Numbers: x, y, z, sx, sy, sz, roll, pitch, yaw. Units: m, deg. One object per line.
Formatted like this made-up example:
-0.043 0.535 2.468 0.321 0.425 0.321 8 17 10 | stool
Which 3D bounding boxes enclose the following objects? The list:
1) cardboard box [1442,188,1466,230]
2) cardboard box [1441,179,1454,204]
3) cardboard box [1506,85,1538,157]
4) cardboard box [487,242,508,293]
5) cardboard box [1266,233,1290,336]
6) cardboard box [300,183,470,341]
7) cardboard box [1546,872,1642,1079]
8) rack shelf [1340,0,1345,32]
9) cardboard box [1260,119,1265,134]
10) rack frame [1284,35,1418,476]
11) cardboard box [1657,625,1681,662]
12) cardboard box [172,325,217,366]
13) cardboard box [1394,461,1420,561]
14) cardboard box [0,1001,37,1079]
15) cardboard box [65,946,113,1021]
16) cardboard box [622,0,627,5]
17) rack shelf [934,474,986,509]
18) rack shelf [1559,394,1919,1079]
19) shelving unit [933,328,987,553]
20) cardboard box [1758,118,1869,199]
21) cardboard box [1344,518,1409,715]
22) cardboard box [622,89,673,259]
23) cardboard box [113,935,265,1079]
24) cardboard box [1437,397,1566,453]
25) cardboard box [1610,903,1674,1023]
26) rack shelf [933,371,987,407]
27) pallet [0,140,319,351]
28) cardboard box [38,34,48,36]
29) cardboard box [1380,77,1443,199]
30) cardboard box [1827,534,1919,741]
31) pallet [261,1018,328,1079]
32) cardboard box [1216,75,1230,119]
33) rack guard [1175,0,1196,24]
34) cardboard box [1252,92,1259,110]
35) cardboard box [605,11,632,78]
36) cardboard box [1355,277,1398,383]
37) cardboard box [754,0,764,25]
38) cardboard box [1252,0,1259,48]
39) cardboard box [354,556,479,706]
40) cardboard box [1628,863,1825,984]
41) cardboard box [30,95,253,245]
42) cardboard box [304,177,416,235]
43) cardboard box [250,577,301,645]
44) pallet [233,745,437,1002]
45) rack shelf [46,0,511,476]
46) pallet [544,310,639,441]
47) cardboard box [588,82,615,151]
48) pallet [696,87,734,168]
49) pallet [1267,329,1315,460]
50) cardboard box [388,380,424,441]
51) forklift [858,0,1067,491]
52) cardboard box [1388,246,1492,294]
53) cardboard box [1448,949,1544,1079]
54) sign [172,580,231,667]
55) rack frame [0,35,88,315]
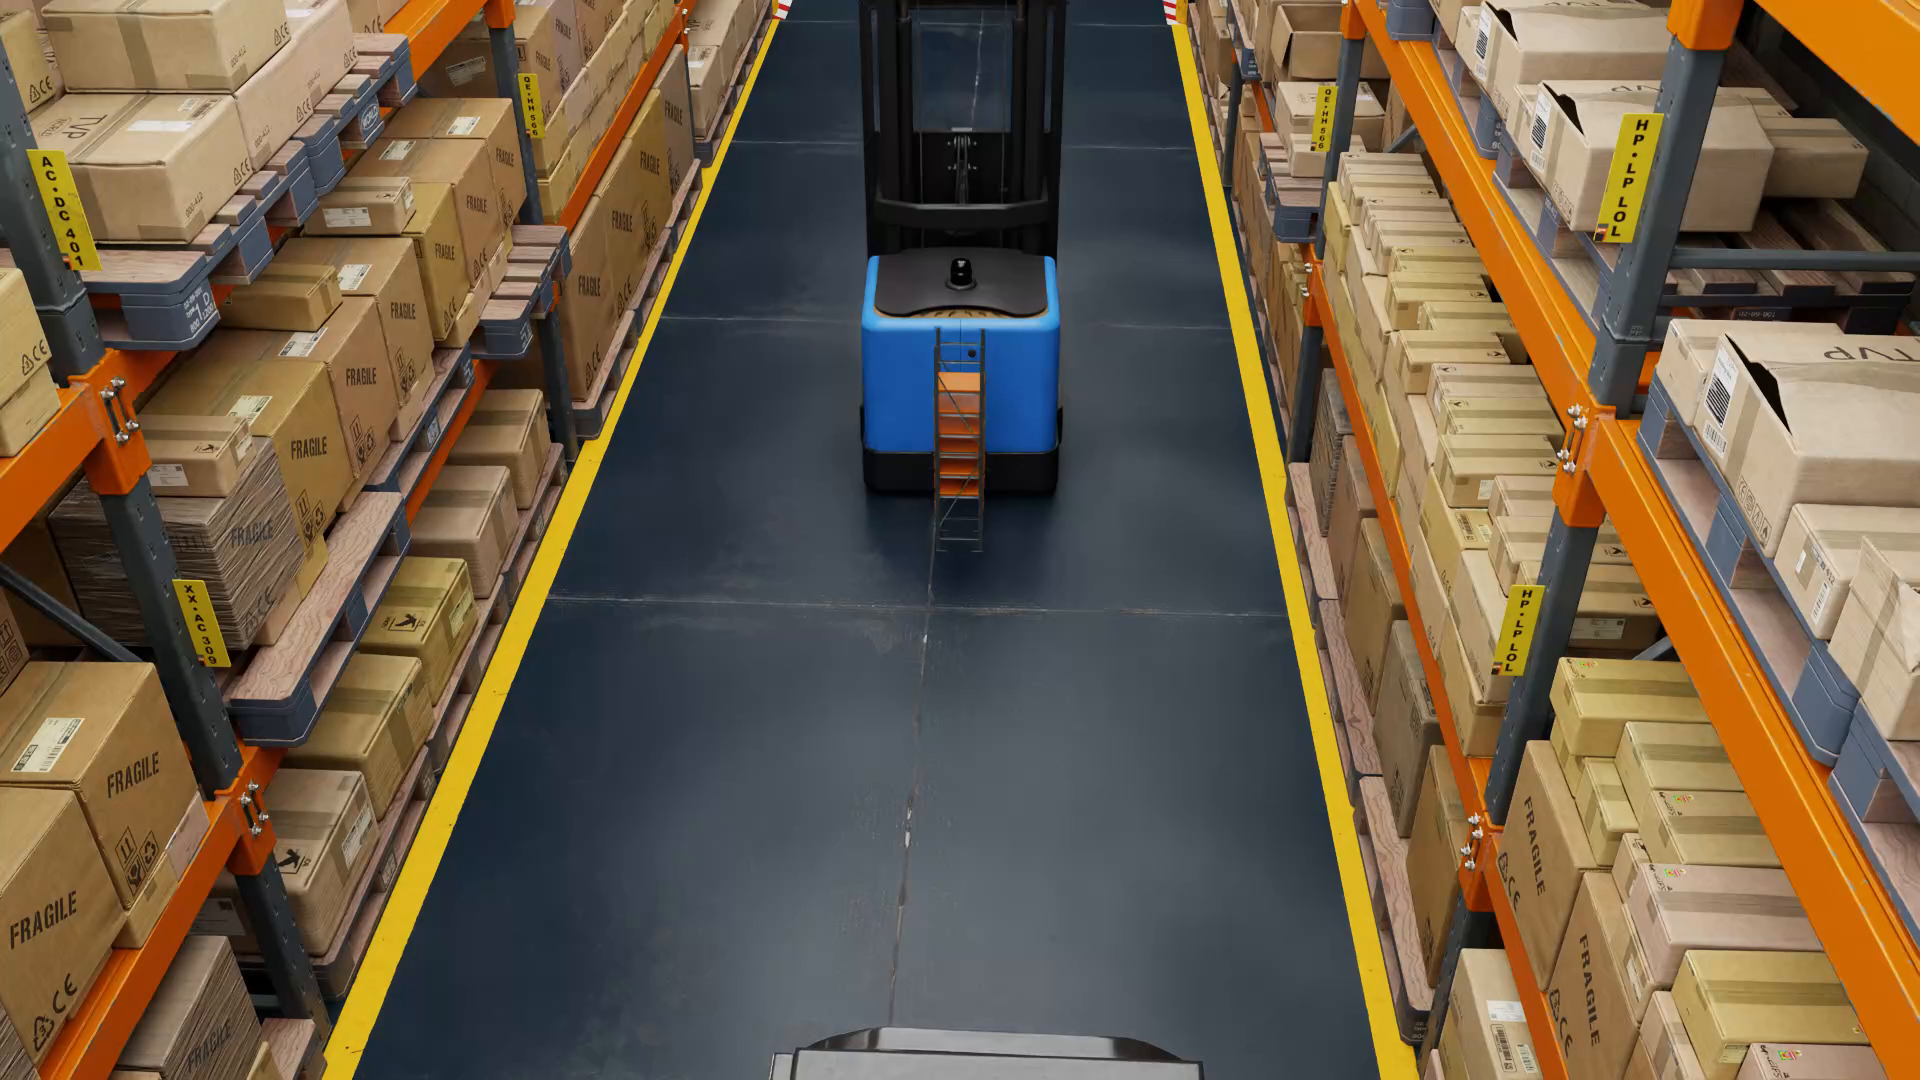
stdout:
2.567 -1.467 7.869 0.500 0.250 0.500 2 35 3 | cardboard box
2.496 -1.703 7.858 0.380 0.149 0.250 2 35 3 | cardboard box
1.887 -1.266 5.046 0.380 0.149 0.250 1 35 2 | cardboard box
-2.335 -1.274 7.753 0.380 0.149 0.250 1 35 1 | cardboard box
2.158 -1.573 10.134 0.500 0.500 0.500 3 35 4 | cardboard box
-2.422 -1.180 7.055 0.500 0.500 0.500 -1 35 -1 | cardboard box
1.863 1.218 4.267 0.500 0.500 0.500 2 35 3 | cardboard box
2.387 -3.670 9.326 1.077 0.370 4.000 1 35 2 | rack shelf
2.255 -2.792 11.304 0.380 0.149 0.250 0 35 -1 | cardboard box
2.307 -1.588 8.346 1.000 3.000 0.127 1 35 2 | rack frame
2.423 0.282 5.382 0.500 0.250 0.500 1 35 1 | cardboard box
-2.979 -0.589 6.214 0.500 0.500 0.500 2 35 4 | cardboard box
1.970 -0.097 6.356 0.500 0.250 0.500 2 35 2 | cardboard box
-2.613 1.290 3.905 0.500 0.500 0.500 2 35 3 | cardboard box
-2.613 1.184 4.621 0.380 0.149 0.250 2 35 2 | cardboard box
-2.313 -3.598 10.250 0.500 0.500 0.500 2 35 3 | cardboard box
-0.001 -0.250 8.502 0.258 0.103 0.180 1 35 2 | rack shelf
2.066 0.926 2.786 1.077 0.370 4.000 1 35 2 | rack shelf
-0.001 -0.483 8.339 0.258 1.200 0.189 1 35 2 | shelving unit
2.377 -1.110 4.824 0.380 0.149 0.250 1 35 2 | cardboard box
2.223 0.332 7.314 0.875 0.625 0.625 0 35 0 | cardboard box
-2.466 -2.424 11.018 0.875 0.875 0.875 2 35 3 | cardboard box
-2.569 1.590 5.198 0.500 0.500 0.500 1 35 1 | cardboard box
1.944 -0.389 5.989 0.380 0.149 0.250 1 35 1 | cardboard box
1.795 1.020 3.984 0.380 0.149 0.250 2 35 3 | cardboard box
-0.001 -0.741 8.157 0.258 0.103 0.180 1 35 2 | rack shelf
-2.682 -0.905 4.929 1.213 0.211 1.003 1 35 2 | pallet
-2.888 -1.662 5.609 0.500 0.250 0.500 2 35 3 | cardboard box
2.484 -2.093 8.612 0.500 0.500 0.500 3 35 4 | cardboard box
1.783 0.171 2.900 0.396 0.266 0.258 1 35 1 | cardboard box
-2.805 2.125 5.488 1.003 0.211 1.213 1 35 2 | pallet
2.211 -3.471 13.039 0.396 0.266 0.258 3 35 4 | cardboard box
2.625 -5.118 15.543 1.175 0.500 0.348 1 35 2 | rack guard
2.225 -3.072 11.444 0.380 0.149 0.250 0 35 0 | cardboard box
-2.298 -3.003 10.056 0.500 0.250 0.500 2 35 3 | cardboard box
1.985 -0.894 7.054 0.500 0.250 0.500 0 35 1 | cardboard box
-2.258 -5.039 15.119 0.875 0.438 0.875 0 35 0 | cardboard box
2.028 -3.213 10.411 0.396 0.266 0.258 3 35 4 | cardboard box
-2.743 0.387 7.456 0.950 0.372 0.625 2 35 3 | cardboard box
1.803 0.903 3.892 0.380 0.149 0.250 2 35 3 | cardboard box
-2.389 -1.066 4.761 0.500 0.250 0.500 0 35 1 | cardboard box
-2.437 -1.354 6.738 0.380 0.149 0.250 0 35 0 | cardboard box
-2.476 0.219 5.629 0.380 0.149 0.250 2 35 3 | cardboard box
-2.784 1.291 6.675 1.003 0.211 1.213 1 35 2 | pallet
-2.733 -1.484 6.216 1.077 0.370 4.000 1 35 2 | rack shelf
-2.546 -1.011 9.950 1.003 0.211 1.213 1 35 2 | pallet
-2.352 -2.511 9.790 0.500 0.250 0.500 2 35 3 | cardboard box
-2.383 -3.293 13.197 1.003 0.211 1.213 1 35 2 | pallet
2.375 -0.875 9.757 1.003 0.211 1.213 1 35 2 | pallet
-2.395 -0.530 6.694 0.380 0.149 0.250 3 35 4 | cardboard box
0.015 -2.276 9.385 1.130 2.935 3.031 0 35 0 | forklift
2.028 -1.121 7.030 0.380 0.149 0.250 2 35 2 | cardboard box
1.813 1.525 5.074 0.500 0.250 0.500 1 35 1 | cardboard box
-2.271 0.252 4.976 0.100 0.325 0.005 1 35 2 | sign
-2.813 -1.857 3.511 1.000 3.000 0.127 1 35 2 | rack frame
